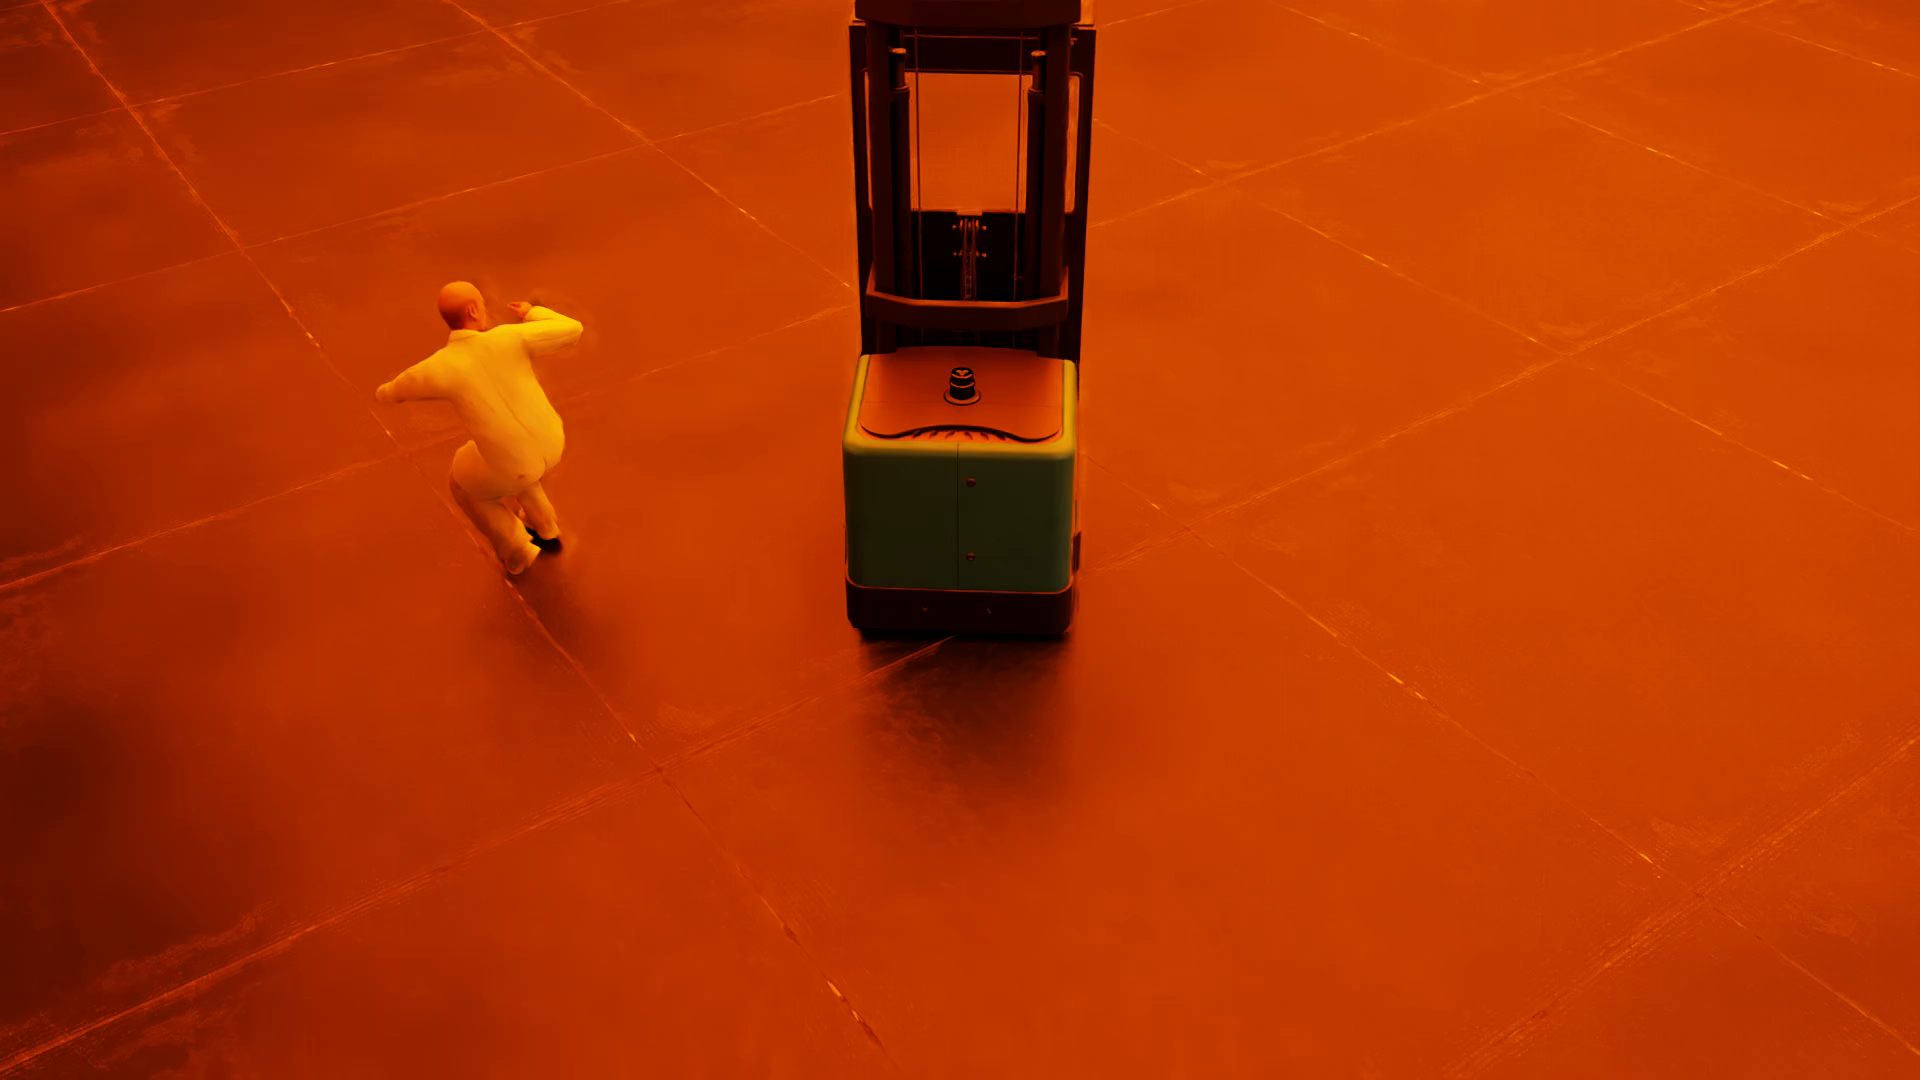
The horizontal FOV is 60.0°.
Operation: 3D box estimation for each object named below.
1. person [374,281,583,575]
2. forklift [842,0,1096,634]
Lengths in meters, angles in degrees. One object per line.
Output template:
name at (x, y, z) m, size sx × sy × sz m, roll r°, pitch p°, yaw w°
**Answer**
person at (-2.273, -0.601, 7.994) m, size 0.844 × 1.498 × 0.991 m, roll -30°, pitch 46°, yaw -34°
forklift at (0.069, -1.595, 8.102) m, size 1.130 × 2.935 × 3.031 m, roll 2°, pitch 37°, yaw 2°
